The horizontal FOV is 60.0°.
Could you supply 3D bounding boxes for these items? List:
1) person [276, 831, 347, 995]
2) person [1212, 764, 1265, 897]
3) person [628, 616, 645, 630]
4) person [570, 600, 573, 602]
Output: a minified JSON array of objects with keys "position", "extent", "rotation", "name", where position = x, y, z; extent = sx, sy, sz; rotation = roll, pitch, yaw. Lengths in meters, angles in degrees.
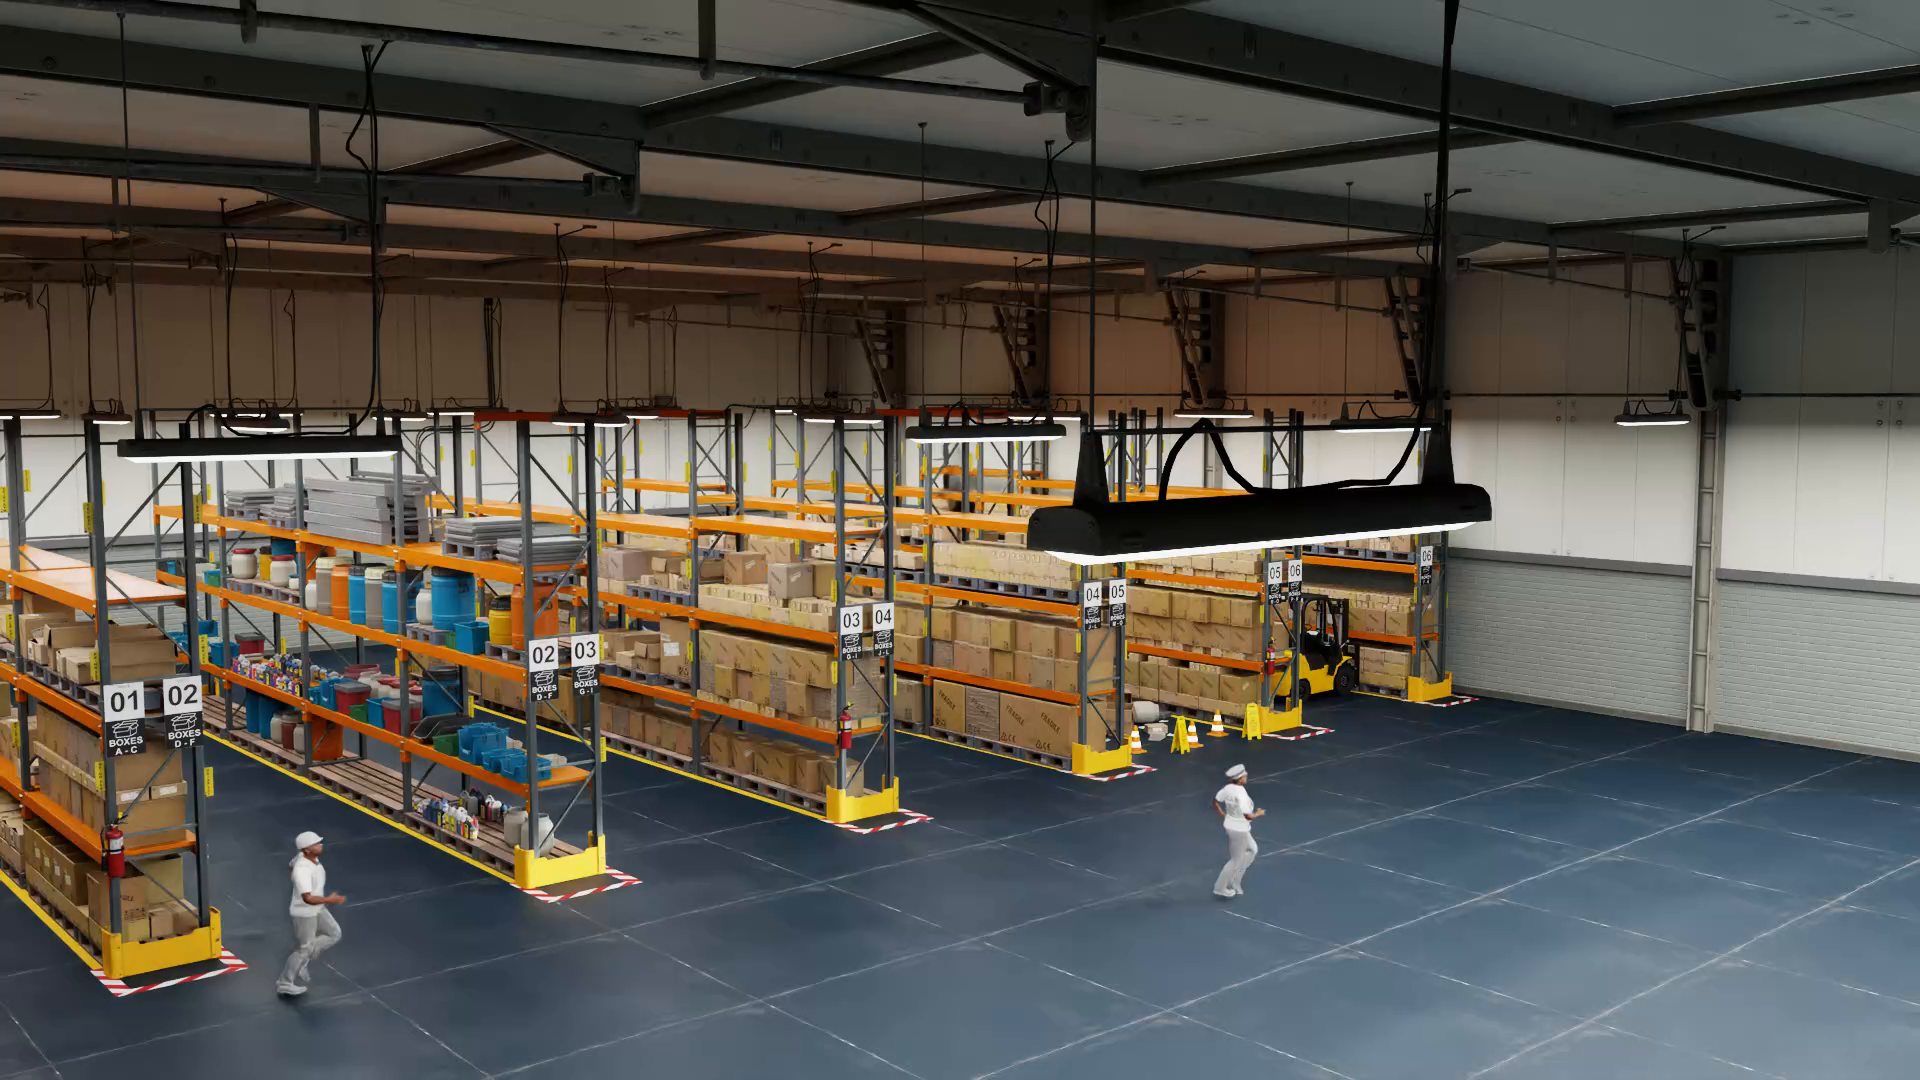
[{"position":[-6.868,3.916,17.617],"extent":[0.740,1.717,0.731],"rotation":[-1,5,-11],"name":"person"},{"position":[3.508,3.654,20.901],"extent":[0.688,1.706,0.544],"rotation":[-1,5,-9],"name":"person"},{"position":[-8.196,1.826,41.495],"extent":[0.872,1.801,0.759],"rotation":[1,5,10],"name":"person"},{"position":[-9.123,2.174,38.554],"extent":[0.722,1.564,0.519],"rotation":[-2,6,-26],"name":"person"}]
